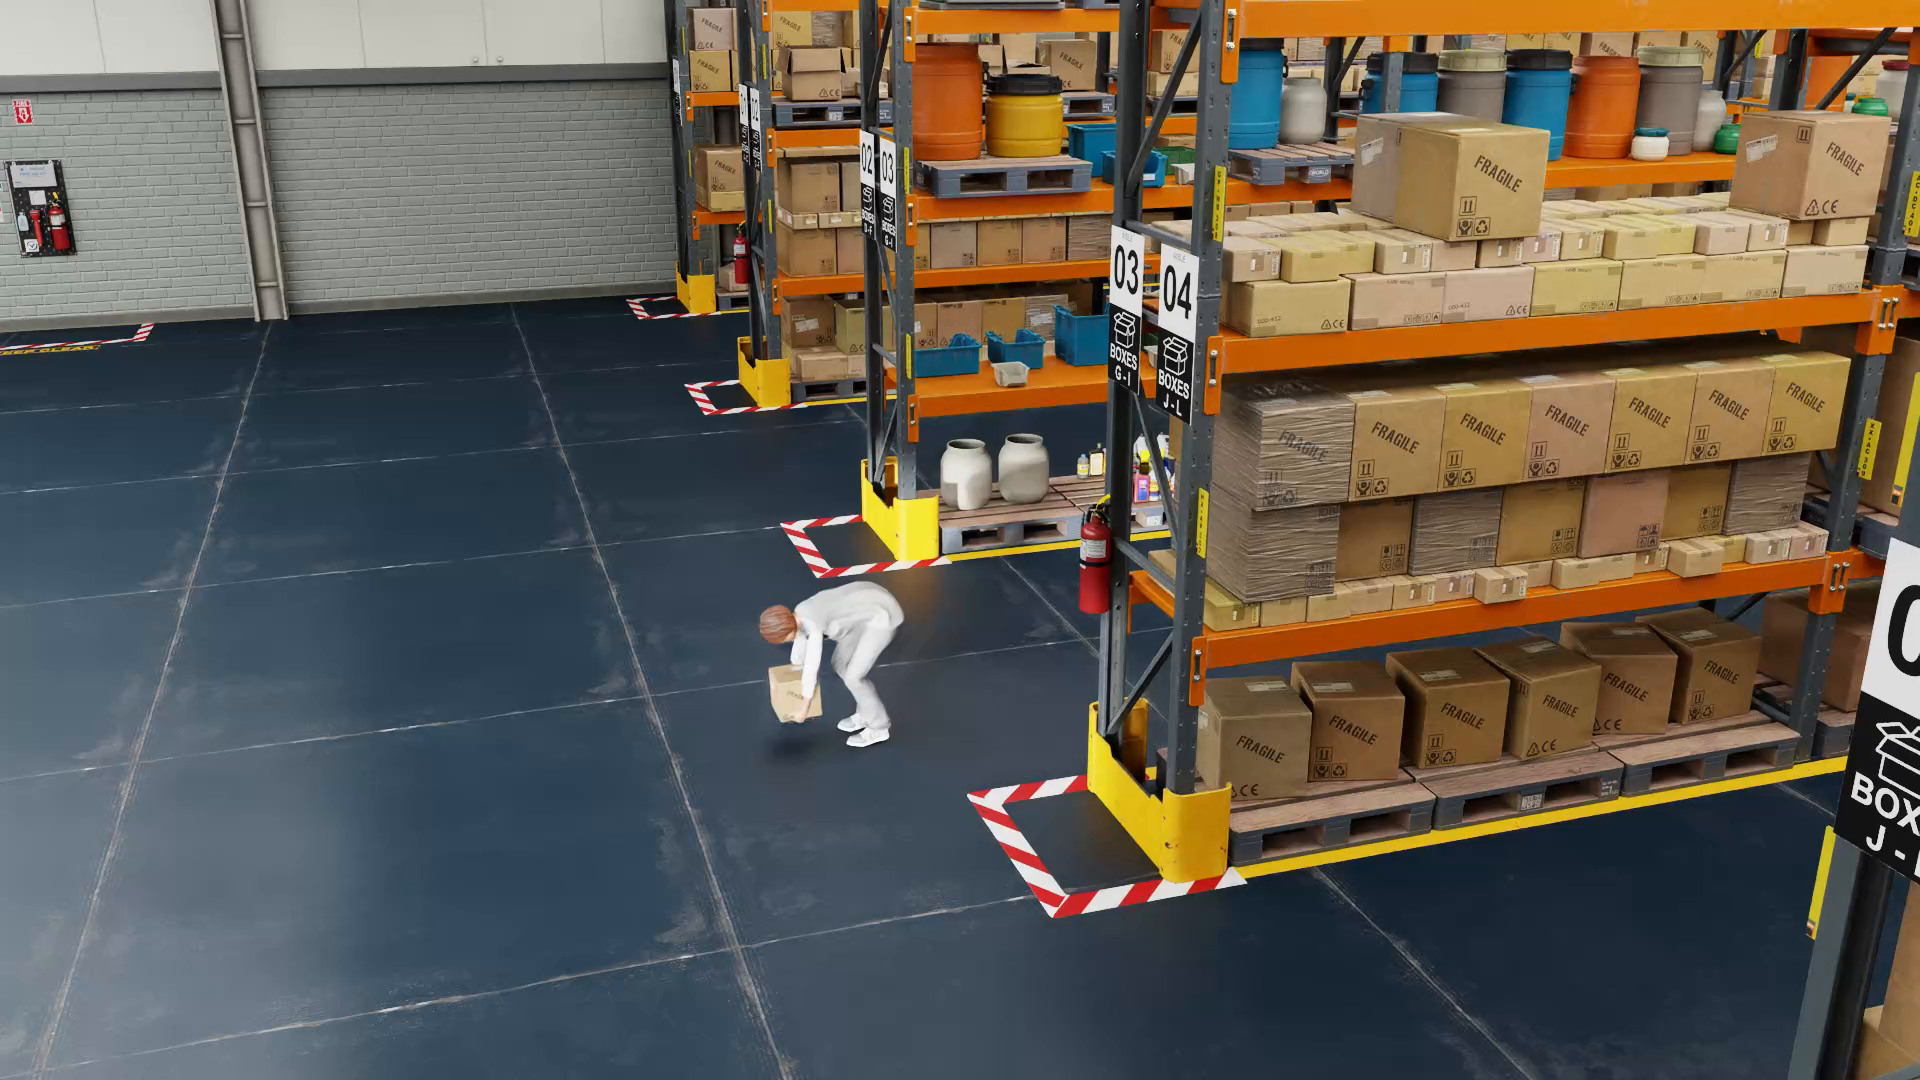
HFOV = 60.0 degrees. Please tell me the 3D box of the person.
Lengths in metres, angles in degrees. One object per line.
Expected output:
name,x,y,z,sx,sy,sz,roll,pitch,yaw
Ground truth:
person,-0.758,0.748,9.899,0.871,0.980,0.402,-7,21,-19
